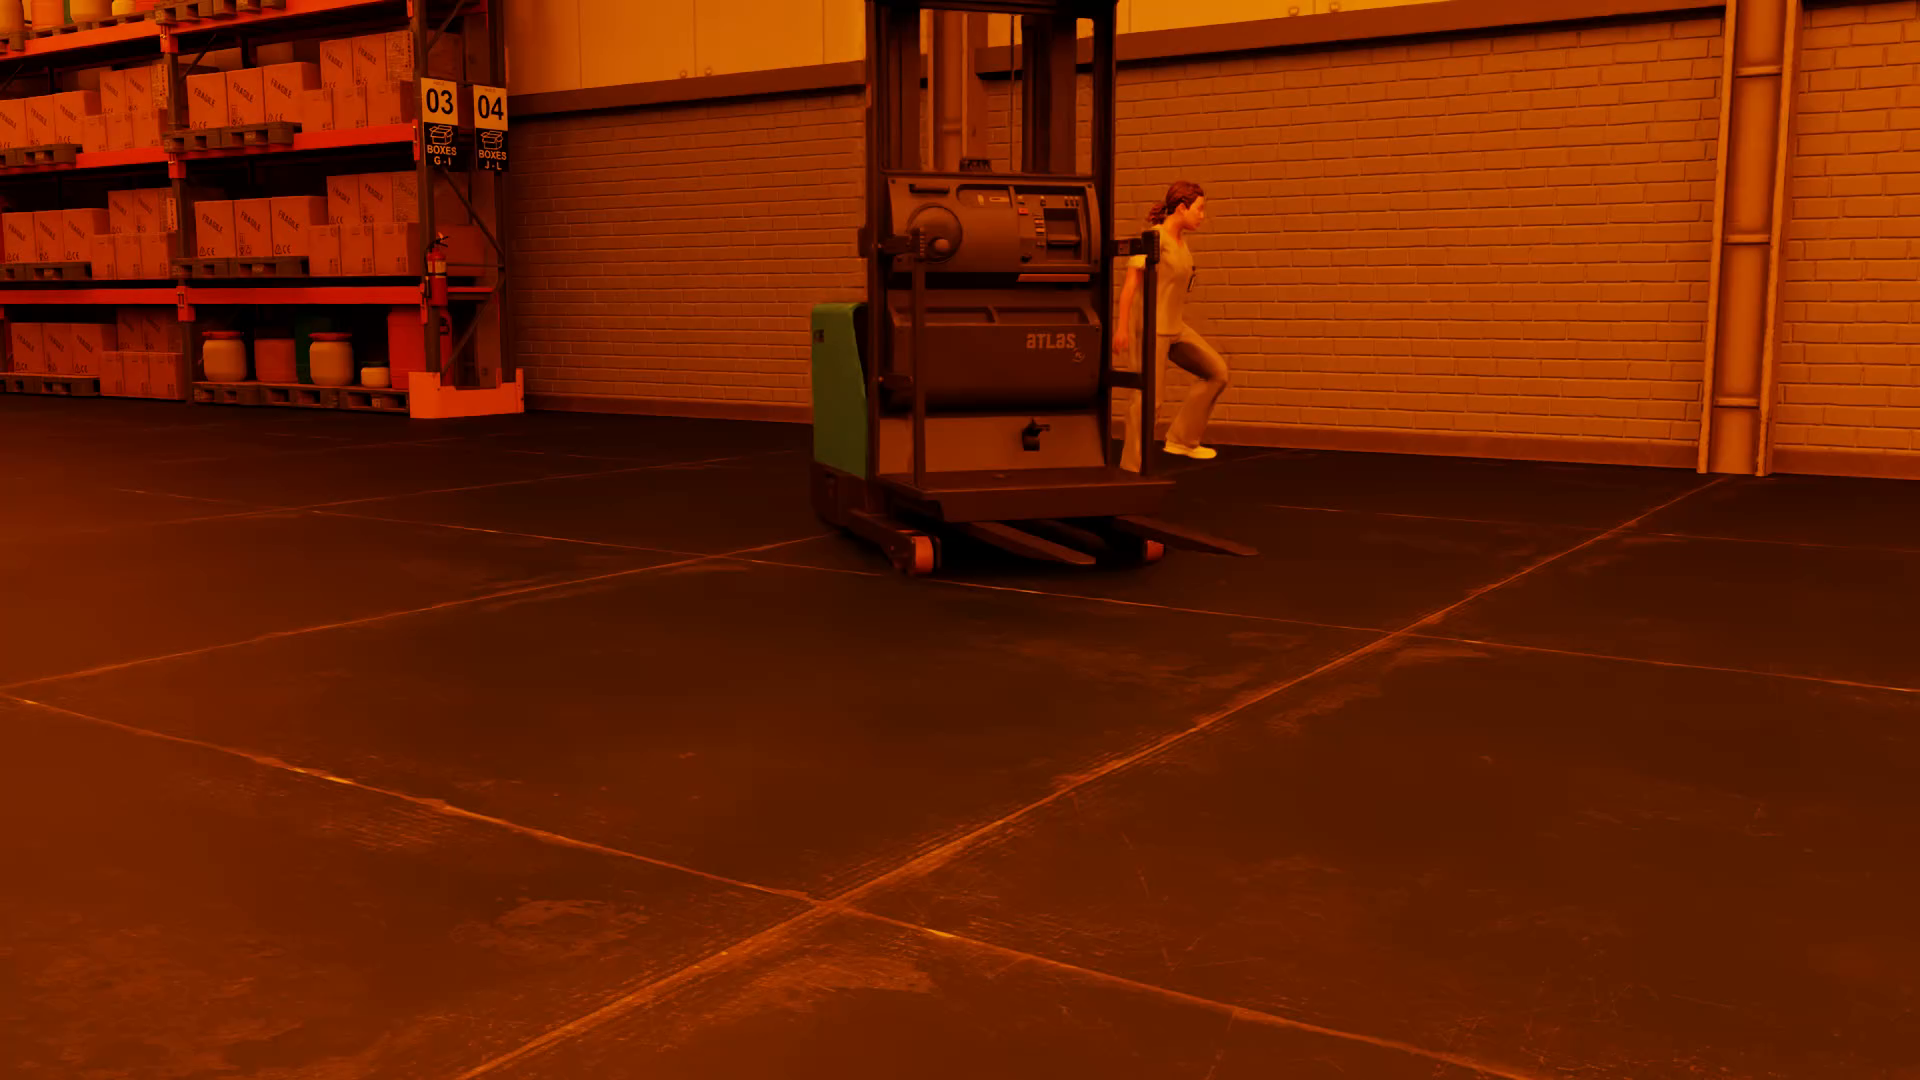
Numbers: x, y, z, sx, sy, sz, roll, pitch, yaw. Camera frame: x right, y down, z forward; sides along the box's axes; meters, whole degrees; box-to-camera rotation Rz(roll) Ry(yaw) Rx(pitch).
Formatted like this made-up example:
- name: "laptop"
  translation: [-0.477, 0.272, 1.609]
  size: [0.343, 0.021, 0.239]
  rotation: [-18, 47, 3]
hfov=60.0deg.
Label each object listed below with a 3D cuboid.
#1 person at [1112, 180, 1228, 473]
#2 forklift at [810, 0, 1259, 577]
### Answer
- name: "person"
  translation: [1.129, -1.088, 8.964]
  size: [0.468, 1.662, 0.766]
  rotation: [5, 9, 31]
- name: "forklift"
  translation: [0.220, -1.369, 6.817]
  size: [1.130, 2.935, 3.031]
  rotation: [-3, 9, -19]
